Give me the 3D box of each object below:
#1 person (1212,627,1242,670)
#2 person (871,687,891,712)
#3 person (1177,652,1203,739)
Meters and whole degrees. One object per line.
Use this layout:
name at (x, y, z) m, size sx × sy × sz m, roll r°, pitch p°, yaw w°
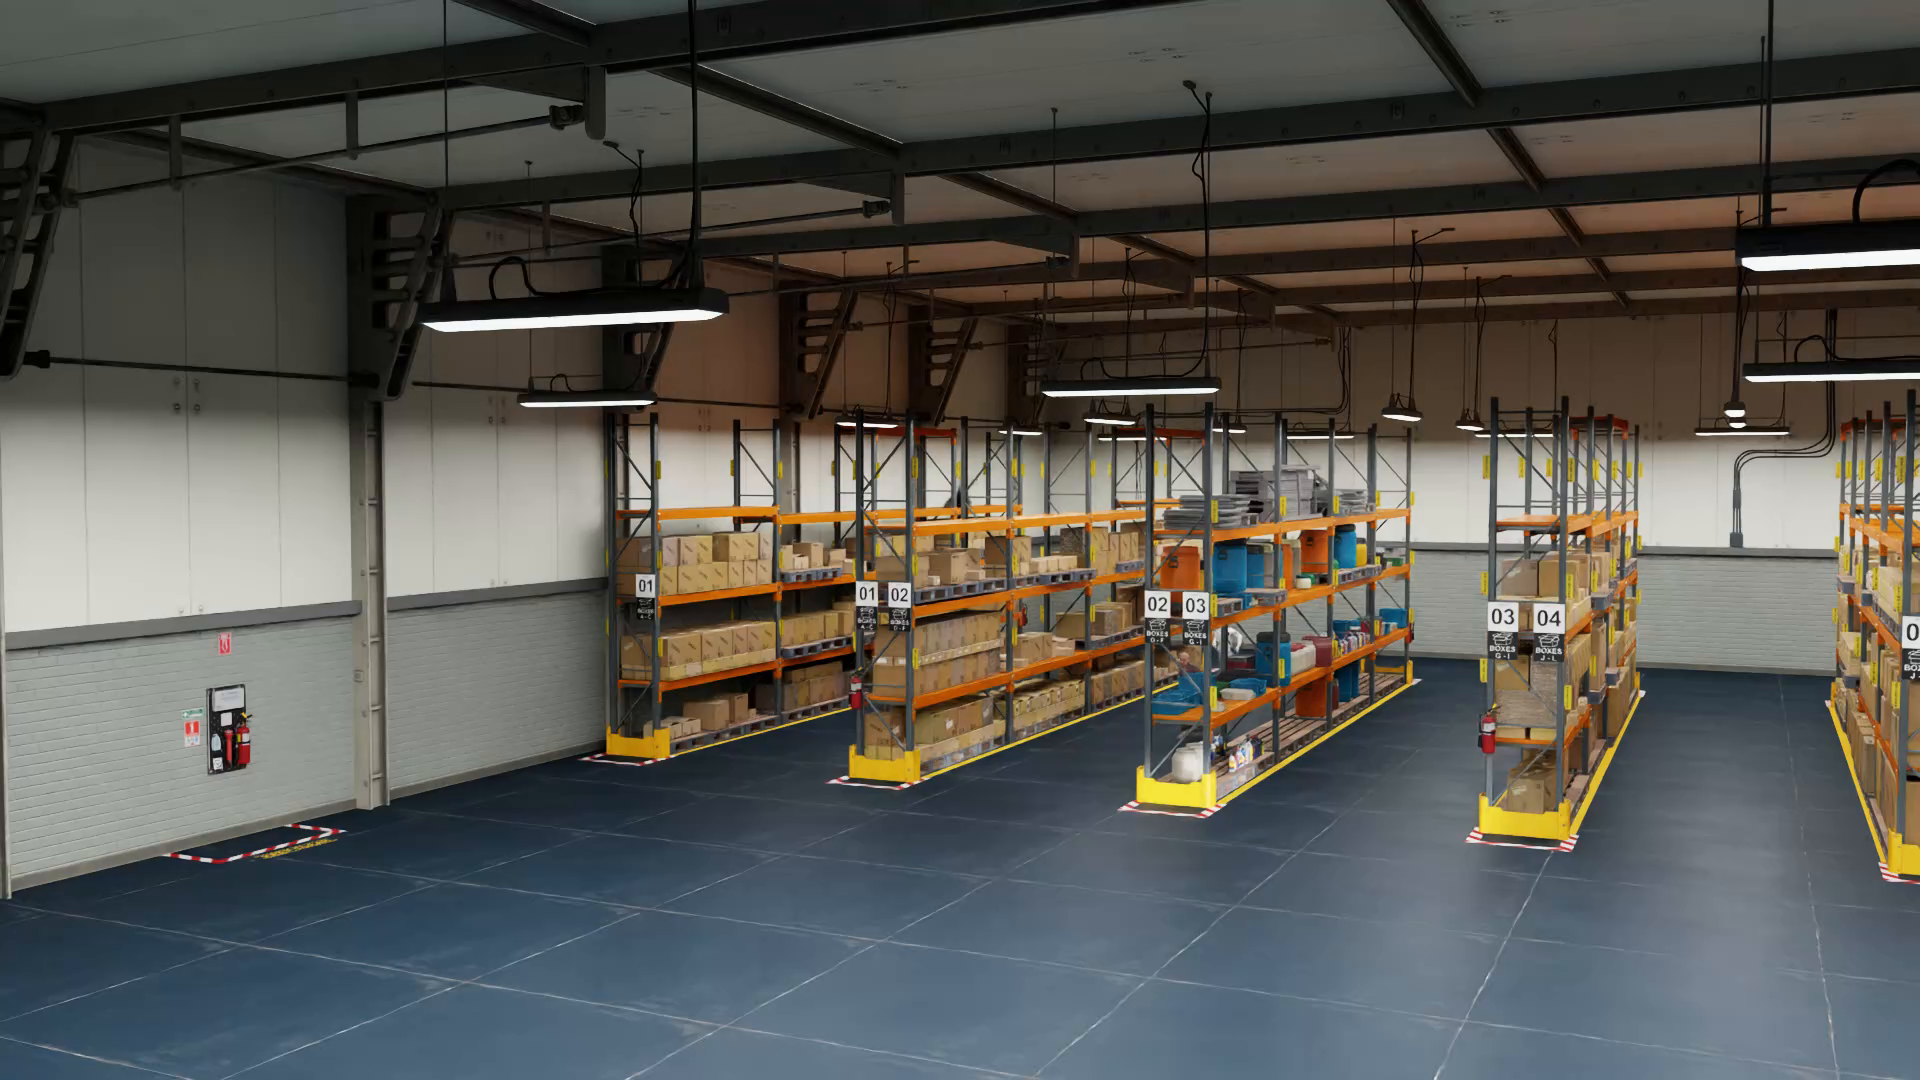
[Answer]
person at (6.076, 2.559, 38.027) m, size 0.646 × 1.650 × 0.773 m, roll 1°, pitch 3°, yaw 29°
person at (-1.525, 2.810, 32.658) m, size 0.572 × 1.609 × 0.760 m, roll 1°, pitch 3°, yaw 23°
person at (4.361, 2.868, 31.054) m, size 0.714 × 1.618 × 1.157 m, roll 2°, pitch 3°, yaw 40°
